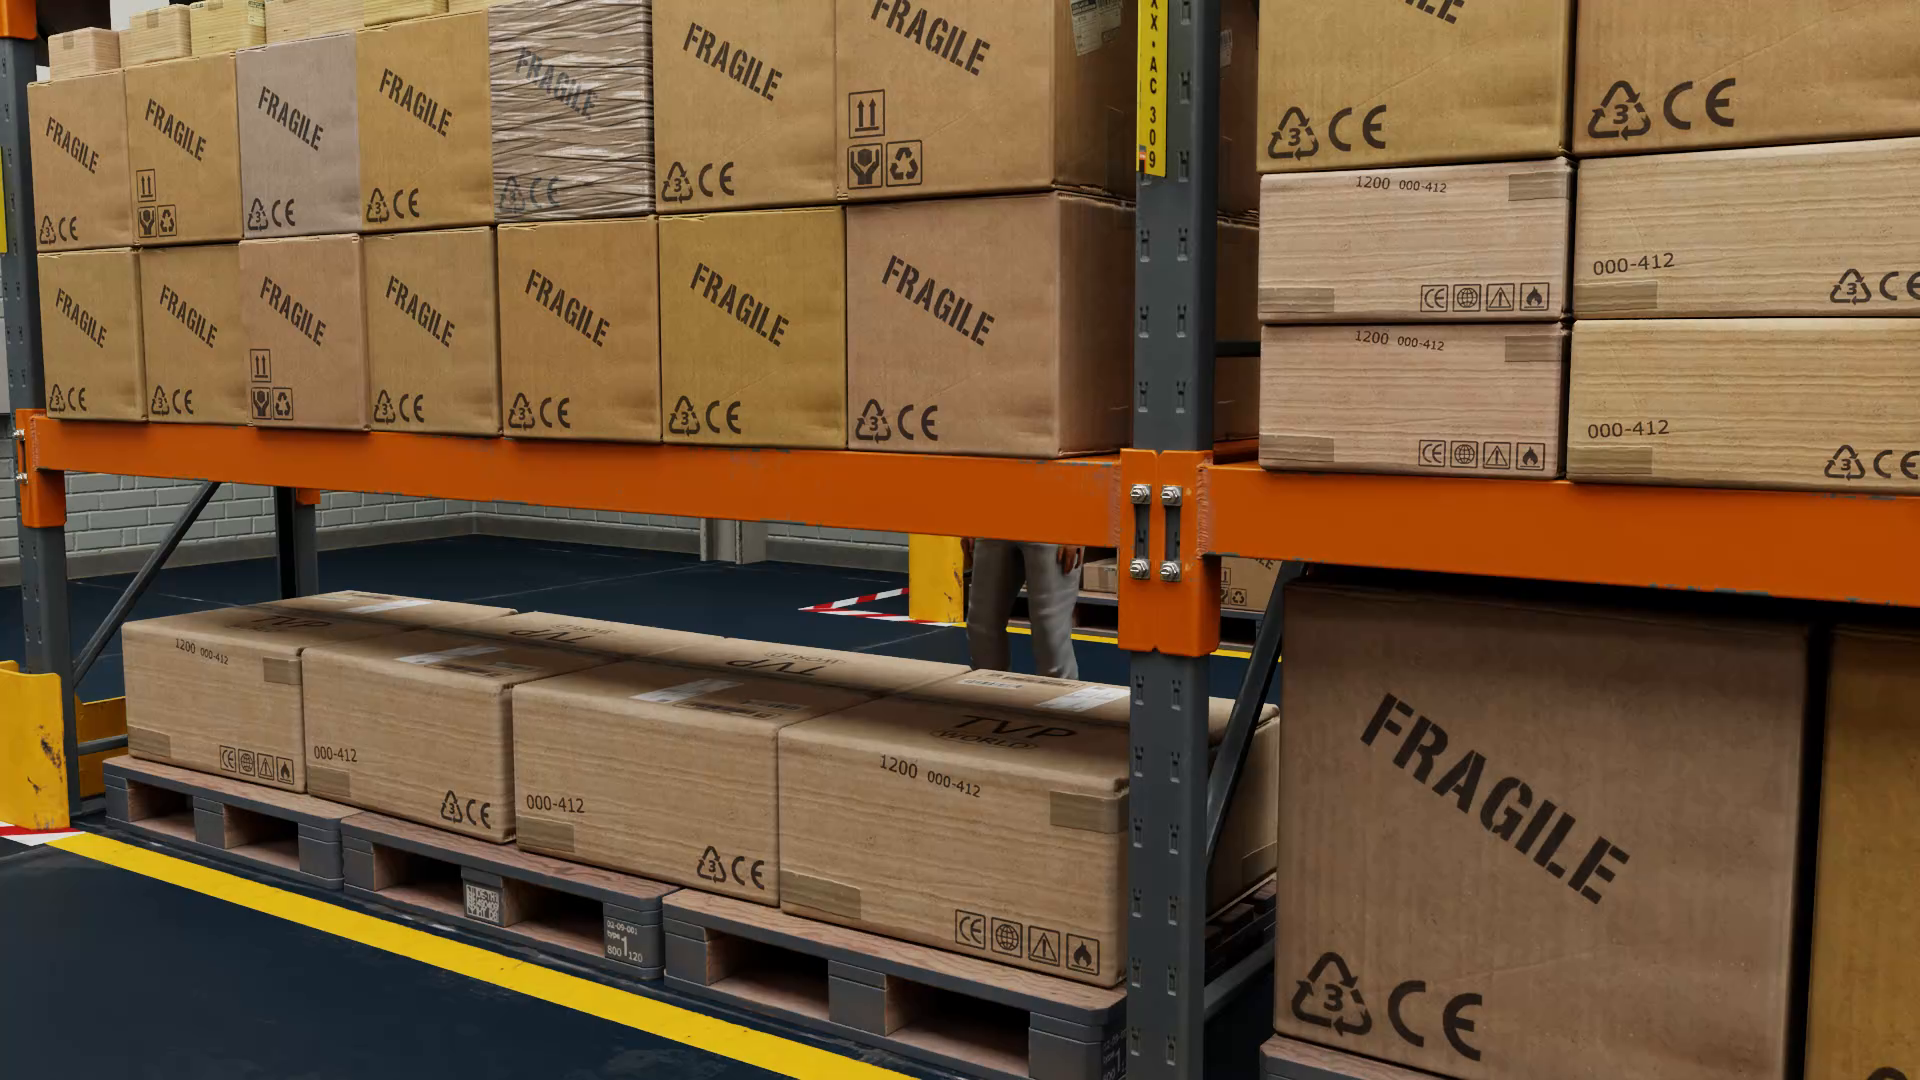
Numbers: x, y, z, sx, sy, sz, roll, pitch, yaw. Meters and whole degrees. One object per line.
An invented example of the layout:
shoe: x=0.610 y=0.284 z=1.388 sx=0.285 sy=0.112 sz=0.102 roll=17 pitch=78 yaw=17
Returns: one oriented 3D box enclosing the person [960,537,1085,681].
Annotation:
person: x=0.232 y=-0.021 z=6.167 sx=0.538 sy=1.666 sz=0.464 roll=4 pitch=8 yaw=34
